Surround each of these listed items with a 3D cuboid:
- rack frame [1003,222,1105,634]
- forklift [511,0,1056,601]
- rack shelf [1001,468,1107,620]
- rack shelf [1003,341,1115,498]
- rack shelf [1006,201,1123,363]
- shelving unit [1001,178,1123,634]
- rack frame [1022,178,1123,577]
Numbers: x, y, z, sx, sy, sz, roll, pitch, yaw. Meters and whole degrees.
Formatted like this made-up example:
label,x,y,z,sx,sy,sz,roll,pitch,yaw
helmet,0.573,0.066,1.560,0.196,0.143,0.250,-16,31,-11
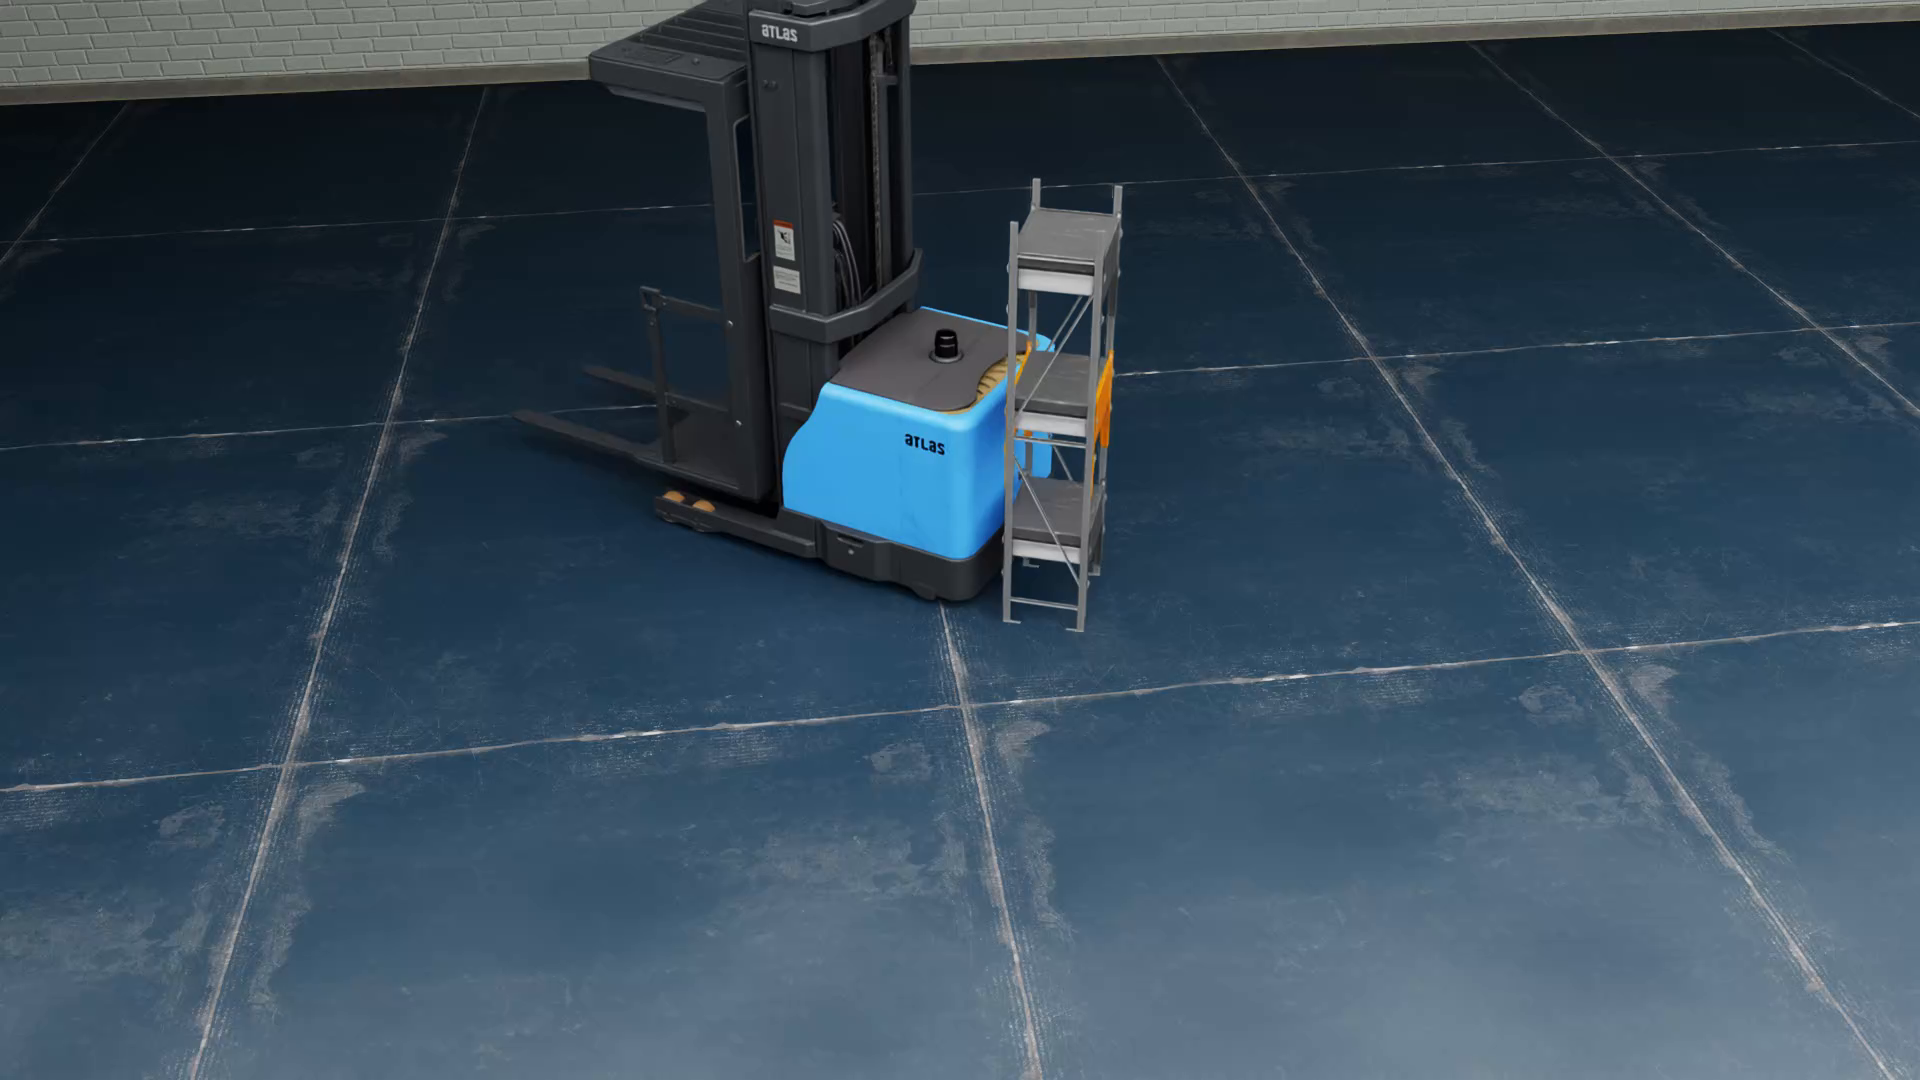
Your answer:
label,x,y,z,sx,sy,sz,roll,pitch,yaw
rack frame,0.406,-0.441,7.532,0.400,2.100,0.015,8,35,11
forklift,-1.050,-1.495,8.342,3.031,2.935,1.130,17,38,23
rack shelf,0.462,0.015,8.130,0.431,0.518,0.480,8,35,11
rack shelf,0.462,-0.563,7.736,0.431,0.518,0.480,8,35,11
rack shelf,0.462,-1.142,7.342,0.431,0.518,0.480,8,35,11
shelving unit,0.462,-0.575,7.728,0.431,2.100,0.503,8,35,11
rack frame,0.518,-0.708,7.925,0.400,2.100,0.015,8,35,11
